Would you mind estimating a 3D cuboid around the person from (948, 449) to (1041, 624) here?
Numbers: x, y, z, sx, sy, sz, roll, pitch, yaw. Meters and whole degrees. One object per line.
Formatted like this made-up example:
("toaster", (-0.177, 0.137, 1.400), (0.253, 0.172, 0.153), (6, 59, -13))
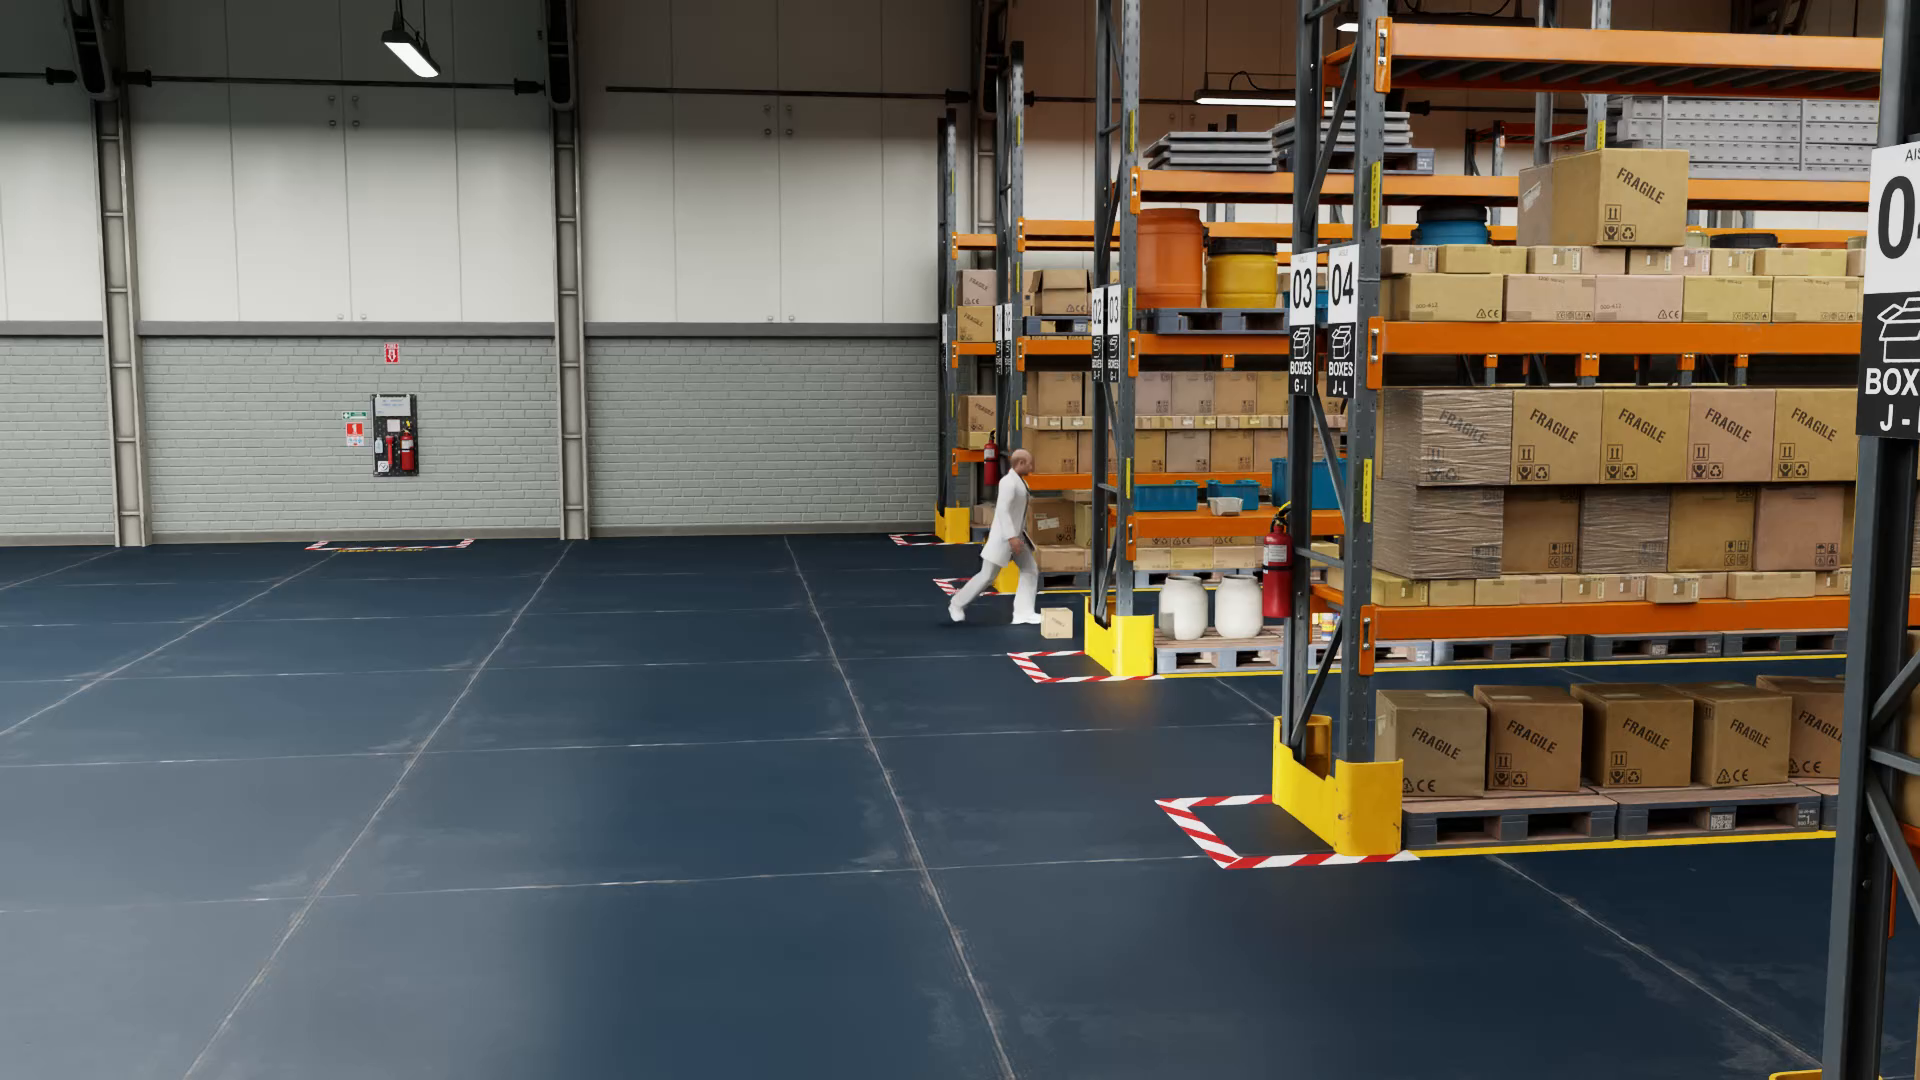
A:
("person", (0.360, -0.028, 16.187), (0.962, 1.718, 0.661), (2, 7, 21))
